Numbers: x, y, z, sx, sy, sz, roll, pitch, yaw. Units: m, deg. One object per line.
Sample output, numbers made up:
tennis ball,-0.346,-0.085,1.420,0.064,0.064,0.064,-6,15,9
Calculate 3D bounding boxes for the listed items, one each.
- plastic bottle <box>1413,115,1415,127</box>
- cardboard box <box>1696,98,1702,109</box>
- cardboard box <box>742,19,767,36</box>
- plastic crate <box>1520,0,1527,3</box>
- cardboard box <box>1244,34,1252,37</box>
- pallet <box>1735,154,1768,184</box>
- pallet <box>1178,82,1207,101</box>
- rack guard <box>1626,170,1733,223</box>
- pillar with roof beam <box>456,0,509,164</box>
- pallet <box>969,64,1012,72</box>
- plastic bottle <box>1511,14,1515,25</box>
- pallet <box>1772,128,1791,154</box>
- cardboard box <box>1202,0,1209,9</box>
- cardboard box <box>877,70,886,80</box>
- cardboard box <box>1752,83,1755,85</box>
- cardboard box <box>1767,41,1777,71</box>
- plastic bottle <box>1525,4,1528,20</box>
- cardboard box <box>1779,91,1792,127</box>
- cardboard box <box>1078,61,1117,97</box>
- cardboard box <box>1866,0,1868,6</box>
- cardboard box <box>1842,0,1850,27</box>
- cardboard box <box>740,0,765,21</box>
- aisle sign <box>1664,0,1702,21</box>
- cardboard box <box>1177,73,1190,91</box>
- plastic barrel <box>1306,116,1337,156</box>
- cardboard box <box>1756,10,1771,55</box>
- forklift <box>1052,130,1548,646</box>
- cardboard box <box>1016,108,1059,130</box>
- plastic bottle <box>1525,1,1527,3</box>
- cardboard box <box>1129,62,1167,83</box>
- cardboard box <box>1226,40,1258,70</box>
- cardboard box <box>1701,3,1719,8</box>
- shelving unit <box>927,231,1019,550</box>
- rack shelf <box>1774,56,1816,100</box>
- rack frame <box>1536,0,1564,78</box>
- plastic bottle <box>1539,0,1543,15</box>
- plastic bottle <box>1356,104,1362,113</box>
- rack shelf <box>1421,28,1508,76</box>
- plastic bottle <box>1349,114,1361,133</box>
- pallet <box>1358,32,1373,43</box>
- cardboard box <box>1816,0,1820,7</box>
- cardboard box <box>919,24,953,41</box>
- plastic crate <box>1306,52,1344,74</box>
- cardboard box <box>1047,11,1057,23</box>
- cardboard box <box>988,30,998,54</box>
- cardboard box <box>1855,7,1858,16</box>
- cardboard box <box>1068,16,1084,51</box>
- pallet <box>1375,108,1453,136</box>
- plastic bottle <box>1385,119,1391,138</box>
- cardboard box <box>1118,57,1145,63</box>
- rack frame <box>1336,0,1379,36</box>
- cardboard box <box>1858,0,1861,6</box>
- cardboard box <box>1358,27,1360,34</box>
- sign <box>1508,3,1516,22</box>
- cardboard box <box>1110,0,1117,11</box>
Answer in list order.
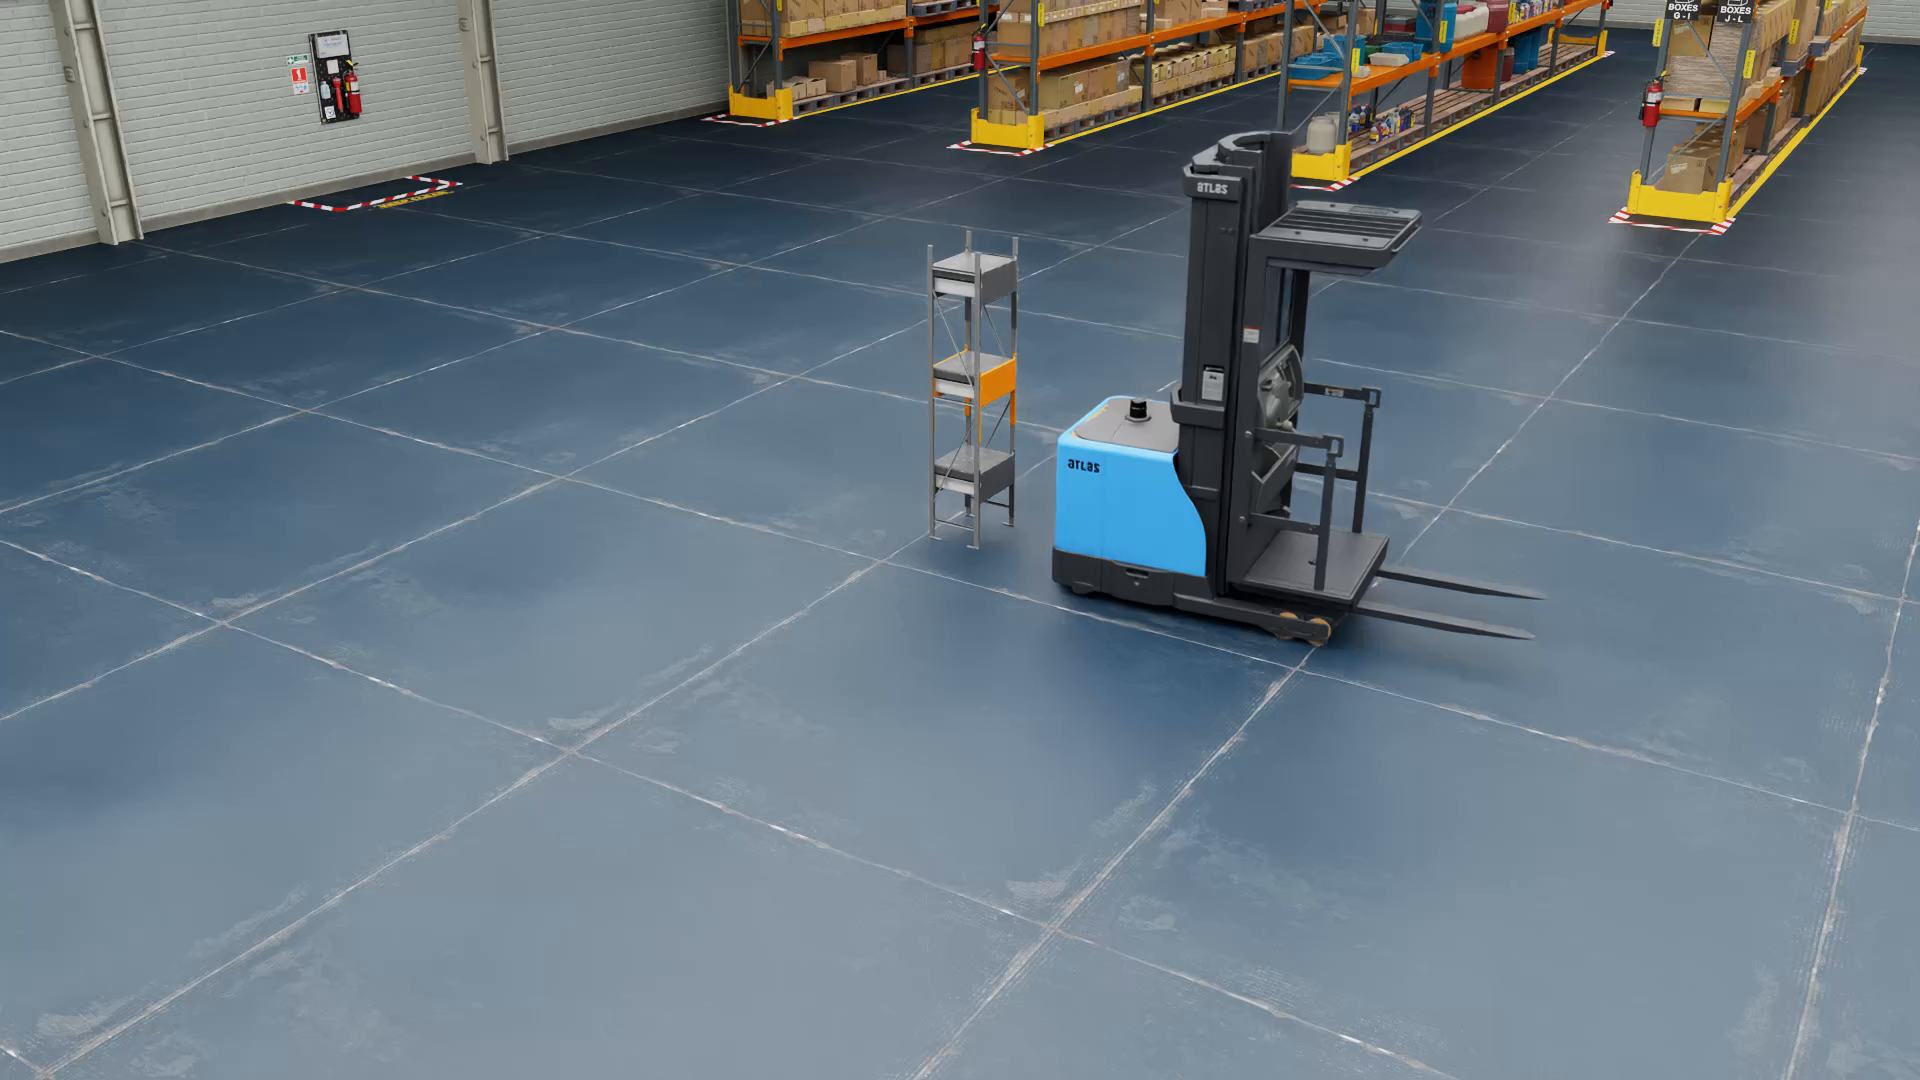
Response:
plastic bottle,7.143,-6.644,26.291,0.097,0.201,0.097,0,23,0
cardboard box,9.275,-5.635,21.306,0.380,0.149,0.250,14,27,29
cardboard box,-3.375,-8.779,28.417,0.500,0.250,0.500,14,27,30
plastic crate,11.246,-10.864,33.013,0.392,0.384,0.575,14,27,29
cardboard box,5.541,-9.898,33.430,0.500,0.500,0.500,13,27,27
pallet,10.953,-5.363,23.871,1.003,0.211,1.213,14,27,29
pallet,3.862,-8.344,30.759,1.003,0.211,1.213,14,27,29
rack guard,9.208,-4.405,21.296,1.175,0.500,0.348,14,27,29
pillar with roof beam,-3.330,-8.884,20.944,9.100,9.000,0.400,14,27,29
pallet,0.350,-9.797,34.116,1.003,0.211,1.213,14,27,29
plastic bottle,9.895,-9.390,29.813,0.061,0.283,0.133,14,27,29
pallet,12.330,-6.273,25.975,1.003,0.211,1.213,14,27,29
cardboard box,4.337,-10.001,31.189,0.500,0.311,0.500,14,27,28
cardboard box,-1.604,-8.705,31.096,0.380,0.166,0.250,10,25,22
cardboard box,10.413,-6.055,22.278,0.380,0.149,0.250,14,27,29
cardboard box,10.988,-6.920,23.458,0.875,0.500,0.500,14,27,29
plastic bottle,10.376,-9.707,30.558,0.097,0.271,0.097,0,23,0
cardboard box,12.769,-6.861,26.415,0.700,0.500,0.500,11,26,25
cardboard box,2.270,-7.690,27.727,0.500,0.500,0.500,14,27,29
cardboard box,17.699,-10.622,32.827,0.380,0.149,0.250,14,27,30
cardboard box,15.483,-9.407,29.579,0.500,0.500,0.500,14,27,29
cardboard box,-3.389,-9.128,28.280,0.500,0.500,0.500,14,27,28
aisle sign,8.880,-6.761,20.320,0.394,0.787,0.004,14,27,29
cardboard box,3.828,-8.316,30.117,0.500,0.250,0.500,13,27,27
plastic barrel,5.242,-5.853,24.098,0.421,0.512,0.421,0,23,0
cardboard box,9.959,-6.463,21.145,0.500,0.500,0.500,14,27,29
forklift,2.163,-0.934,10.219,3.031,2.935,1.130,11,26,23
cardboard box,1.225,-6.669,26.311,0.500,0.250,0.500,14,27,29
plastic bottle,10.589,-9.957,31.137,0.097,0.271,0.097,0,23,0
cardboard box,3.293,-8.229,29.210,0.500,0.311,0.500,14,27,29
cardboard box,5.456,-9.452,32.401,0.500,0.500,0.500,15,28,31
cardboard box,9.773,-6.743,21.792,0.500,0.500,0.500,14,27,29
shelving unit,0.087,-1.019,11.462,0.431,2.100,0.503,14,27,29
rack shelf,12.333,-7.221,25.560,1.077,0.370,4.000,14,27,29
rack frame,11.290,-10.614,32.493,1.000,3.000,0.127,14,27,29
plastic bottle,10.898,-10.063,31.376,0.152,0.276,0.135,14,27,29
plastic bottle,6.291,-6.715,26.266,0.144,0.351,0.185,15,27,30
rack shelf,8.125,-8.259,27.958,1.077,0.370,4.000,14,27,29
plastic bottle,6.107,-6.451,25.750,0.152,0.276,0.135,14,27,29
pallet,8.734,-11.429,37.885,1.003,0.211,1.213,14,27,29
cardboard box,13.787,-8.976,27.320,0.797,0.503,0.637,15,28,31
cardboard box,-0.472,-9.967,32.646,0.500,0.250,0.500,13,27,27
plastic crate,5.317,-6.946,24.205,0.499,0.251,0.408,14,27,29
cardboard box,1.280,-8.124,25.798,0.380,0.149,0.250,13,27,28
cardboard box,0.428,-10.141,33.993,0.700,0.500,0.500,14,27,30
cardboard box,16.619,-9.929,31.226,0.380,0.149,0.250,14,27,30
cardboard box,1.550,-8.149,26.672,0.700,0.500,0.500,14,27,29
pallet,7.451,-6.908,27.441,1.003,0.211,1.213,14,27,29
plastic bottle,6.521,-6.278,25.358,0.097,0.271,0.097,0,23,0
cardboard box,3.103,-8.515,29.871,0.500,0.311,0.500,15,27,30
rack frame,9.193,-13.004,38.012,1.000,3.000,0.127,14,27,29
cardboard box,16.770,-10.255,31.478,0.500,0.250,0.500,14,27,29
cardboard box,8.826,-11.552,37.672,0.380,0.166,0.250,14,27,29
sign,9.651,-9.226,29.081,0.100,0.325,0.005,14,27,29
cardboard box,2.364,-8.817,27.400,0.380,0.149,0.250,14,27,29
